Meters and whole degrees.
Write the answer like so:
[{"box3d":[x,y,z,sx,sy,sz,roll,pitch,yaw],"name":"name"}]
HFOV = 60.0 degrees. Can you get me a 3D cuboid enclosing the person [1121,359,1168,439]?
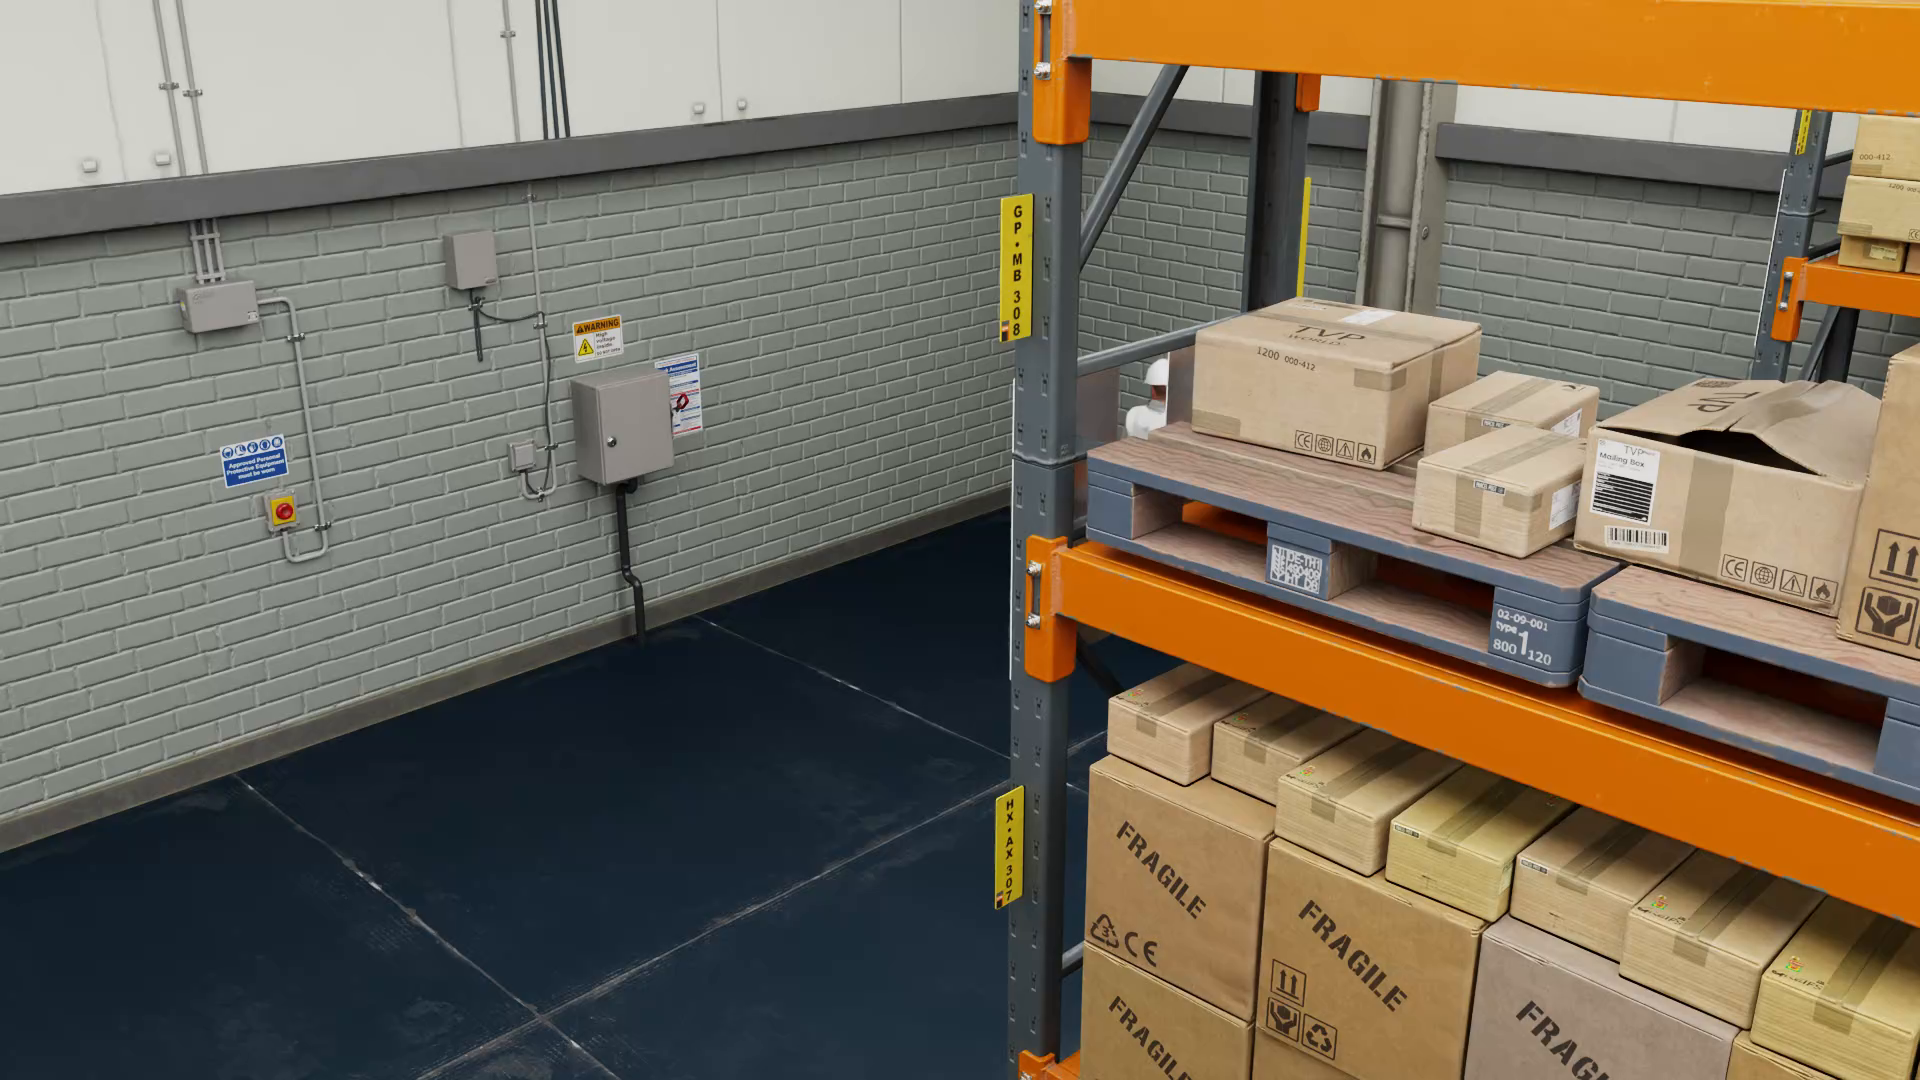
[{"box3d":[1.256,-0.191,10.101,0.457,1.851,0.589,-13,24,-32],"name":"person"}]
